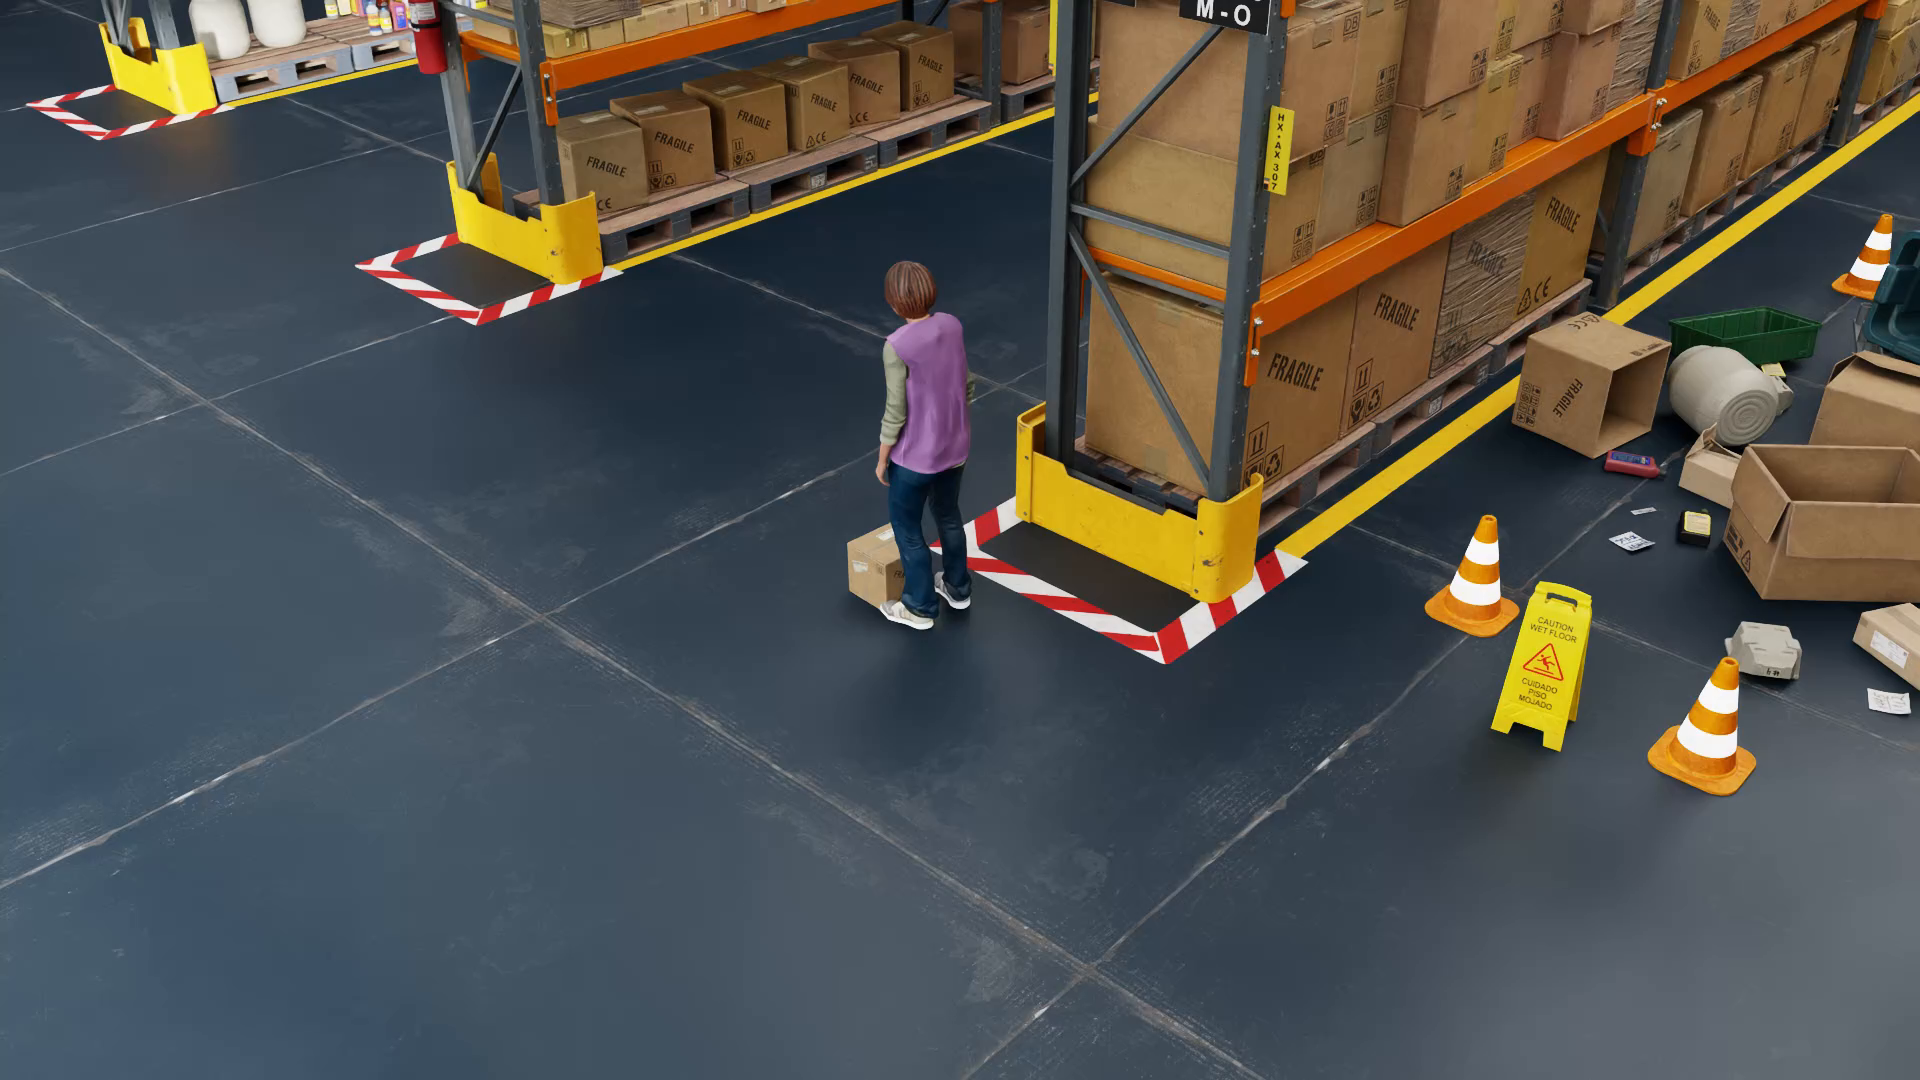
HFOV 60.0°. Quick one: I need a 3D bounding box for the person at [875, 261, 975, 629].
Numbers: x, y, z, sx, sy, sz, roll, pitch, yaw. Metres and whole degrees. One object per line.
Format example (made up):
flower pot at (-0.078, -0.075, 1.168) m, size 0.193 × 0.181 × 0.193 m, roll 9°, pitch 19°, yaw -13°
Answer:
person at (-0.140, -0.361, 6.729) m, size 0.462 × 1.593 × 0.344 m, roll -26°, pitch 40°, yaw -35°
